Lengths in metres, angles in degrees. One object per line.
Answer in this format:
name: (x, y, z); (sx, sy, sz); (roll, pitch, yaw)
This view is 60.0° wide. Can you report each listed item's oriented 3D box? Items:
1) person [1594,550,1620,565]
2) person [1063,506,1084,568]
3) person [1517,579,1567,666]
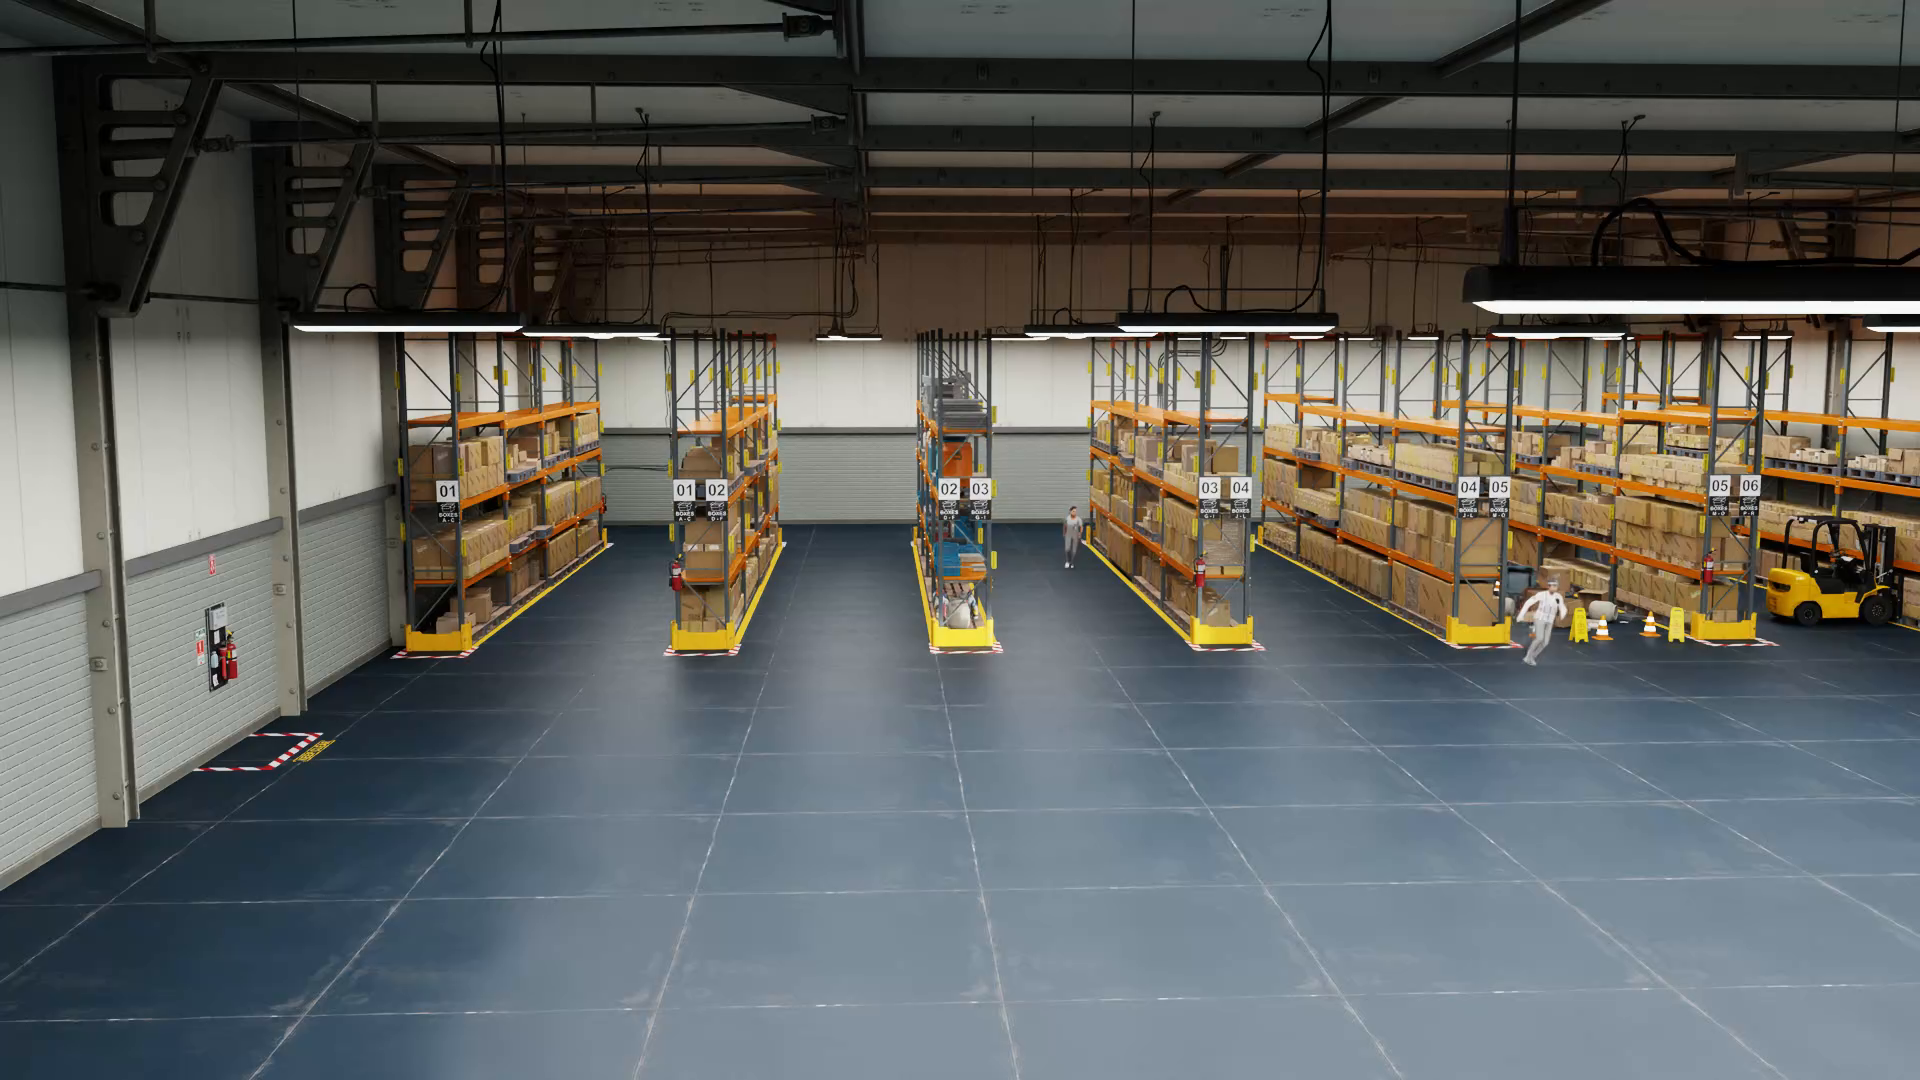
person: (16.686, -0.126, 42.927); (0.602, 1.625, 0.788); (-3, 7, -22)
person: (2.865, -0.061, 42.158); (0.542, 1.616, 0.781); (1, 7, 5)
person: (10.441, 1.473, 29.633); (0.782, 1.602, 0.618); (-1, 7, -12)
